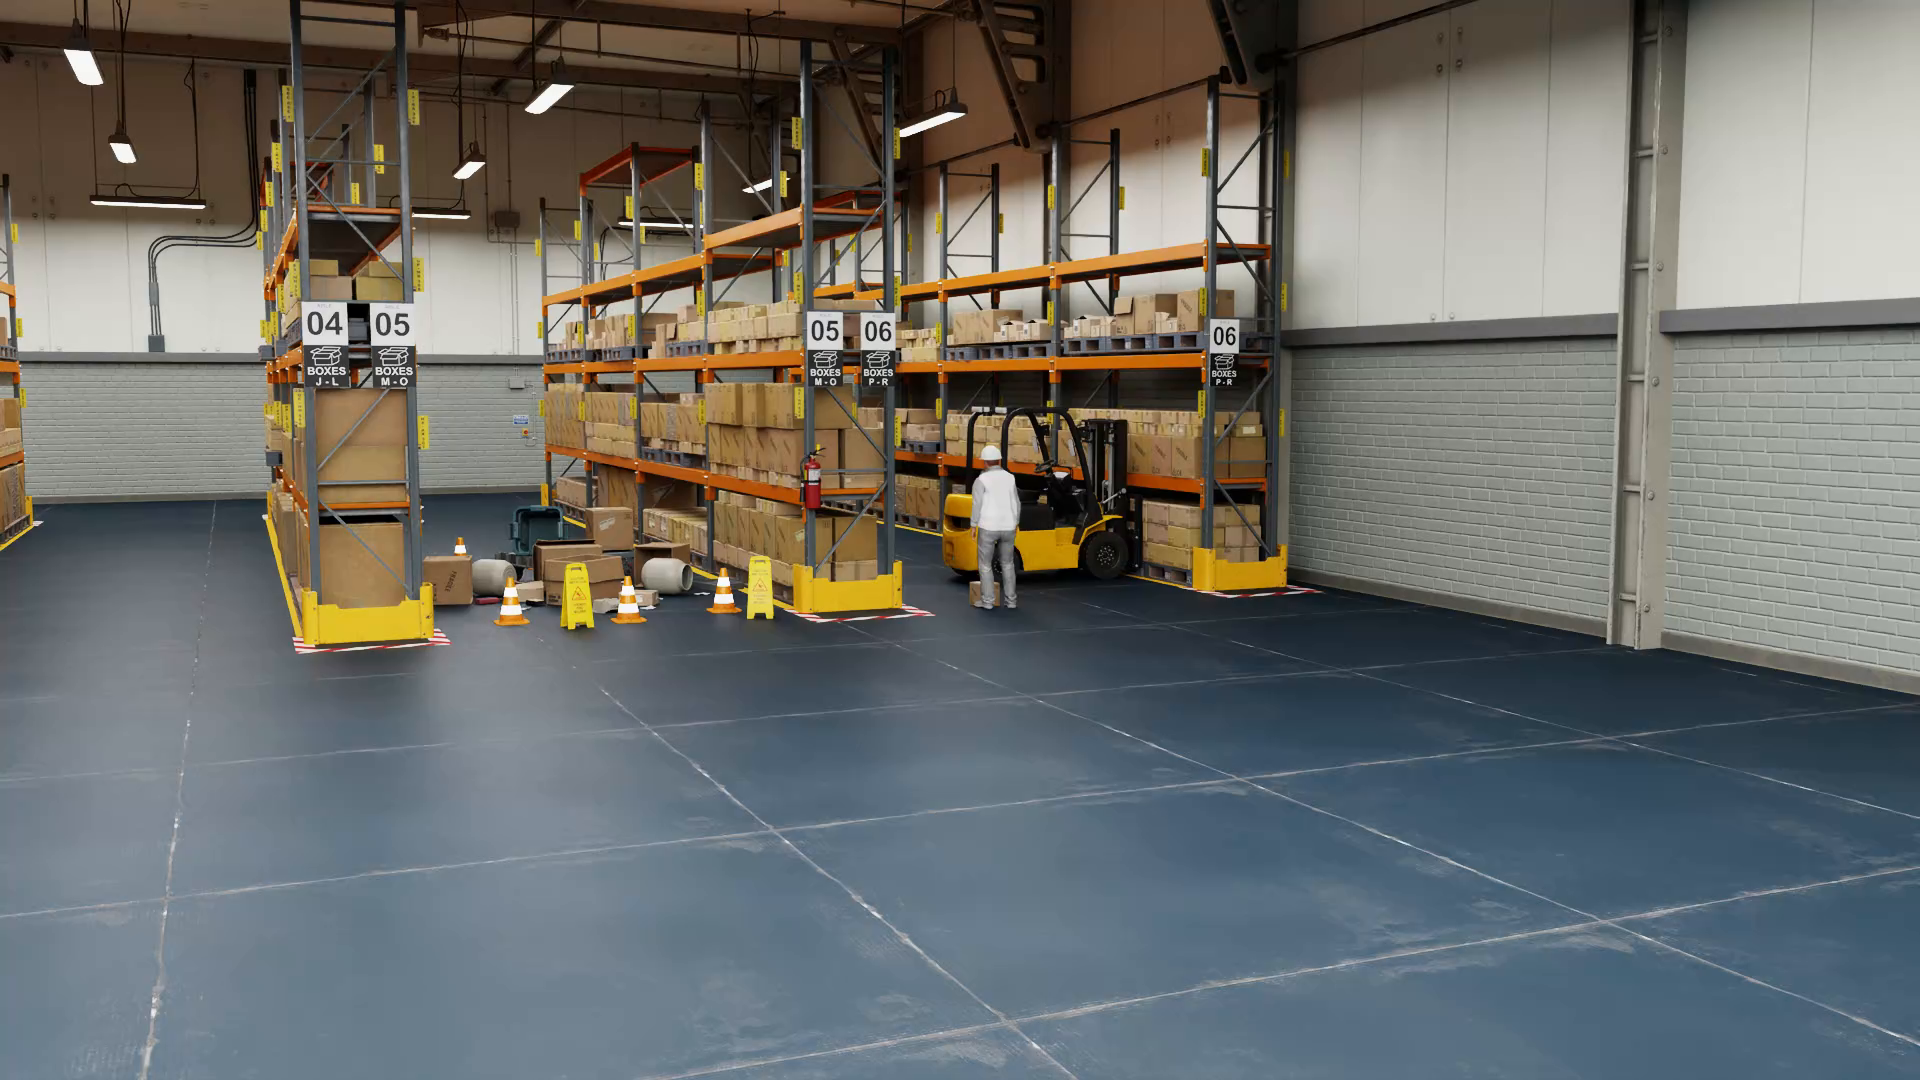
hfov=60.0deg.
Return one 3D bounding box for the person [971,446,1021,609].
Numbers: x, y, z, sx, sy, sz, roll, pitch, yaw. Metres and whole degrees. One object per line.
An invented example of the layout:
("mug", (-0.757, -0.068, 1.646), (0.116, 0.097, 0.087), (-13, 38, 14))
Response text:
("person", (0.382, -0.140, 18.104), (0.584, 1.771, 0.466), (-2, 6, -24))
